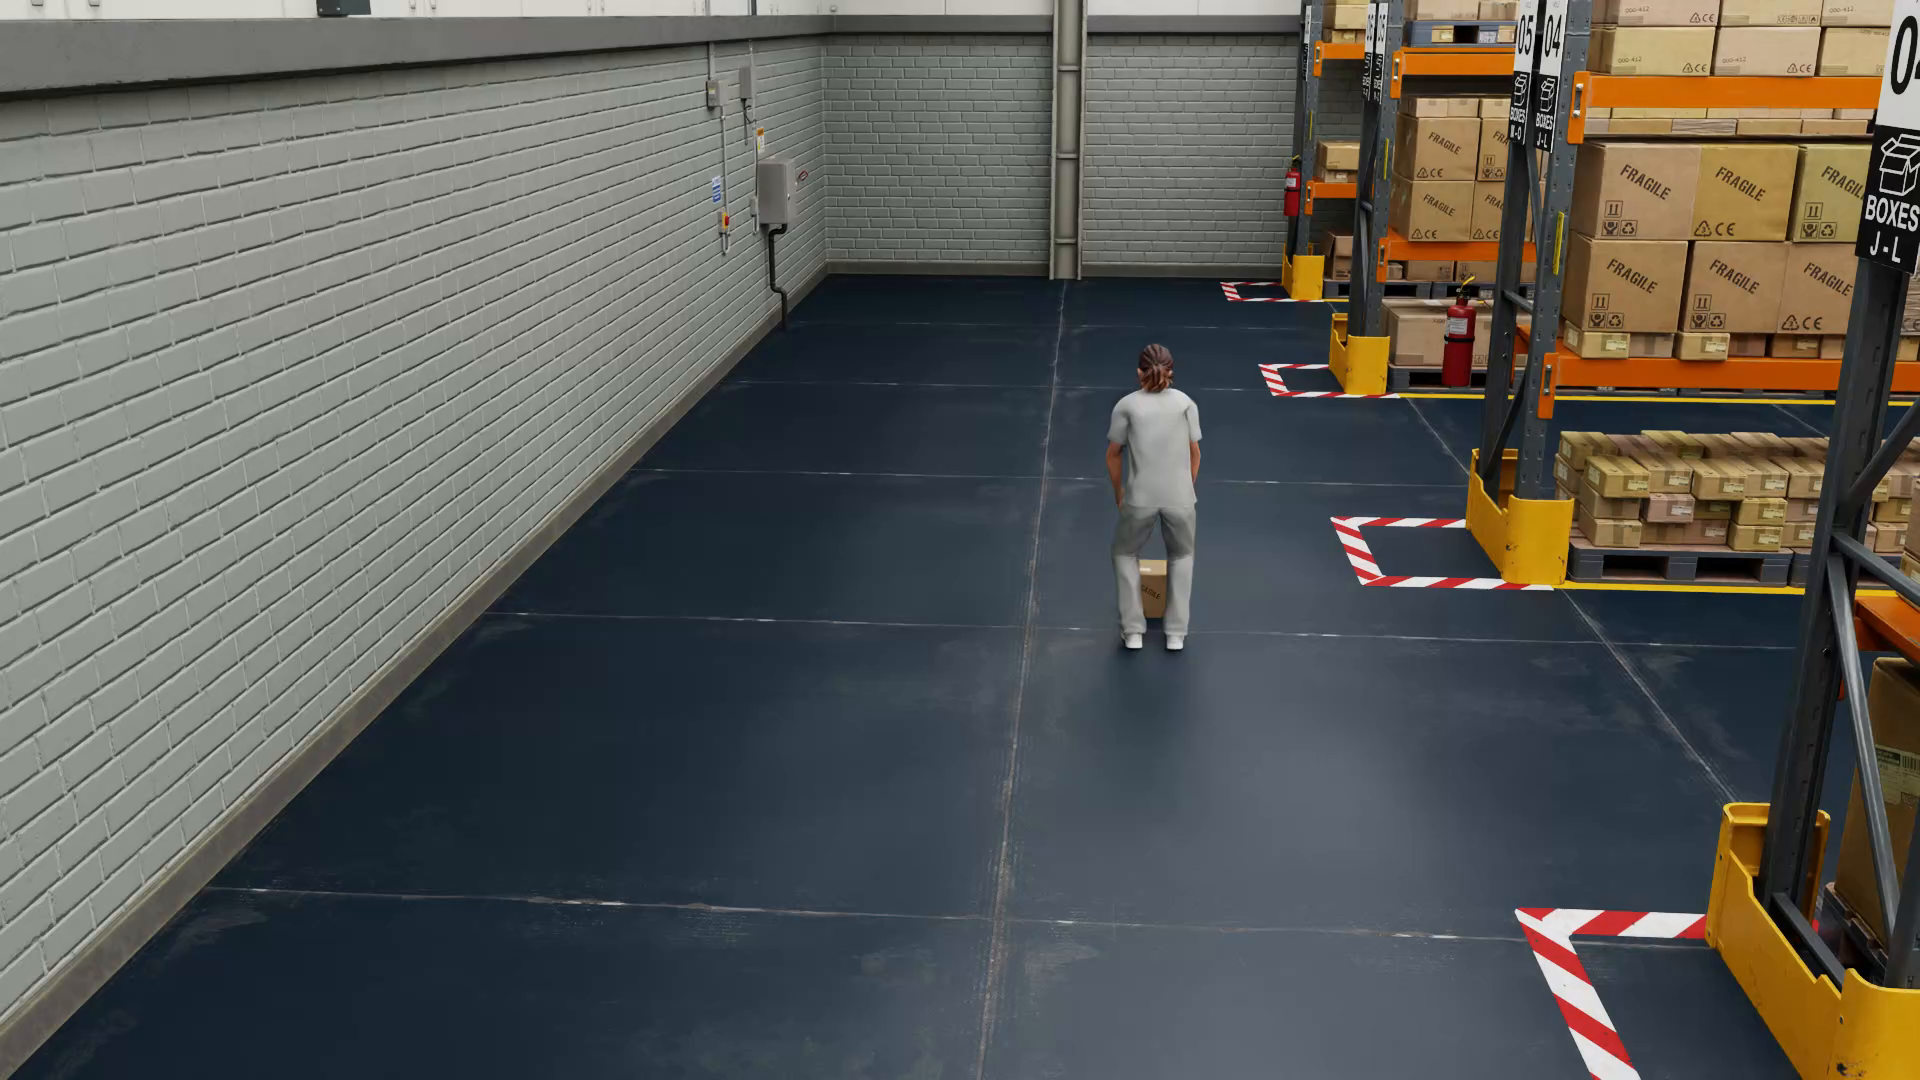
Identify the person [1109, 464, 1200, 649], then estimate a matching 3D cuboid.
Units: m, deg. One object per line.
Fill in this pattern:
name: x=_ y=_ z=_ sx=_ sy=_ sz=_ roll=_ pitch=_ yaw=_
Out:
person: x=1.011 y=0.053 z=8.694 sx=0.464 sy=0.882 sz=0.853 roll=0 pitch=18 yaw=1
